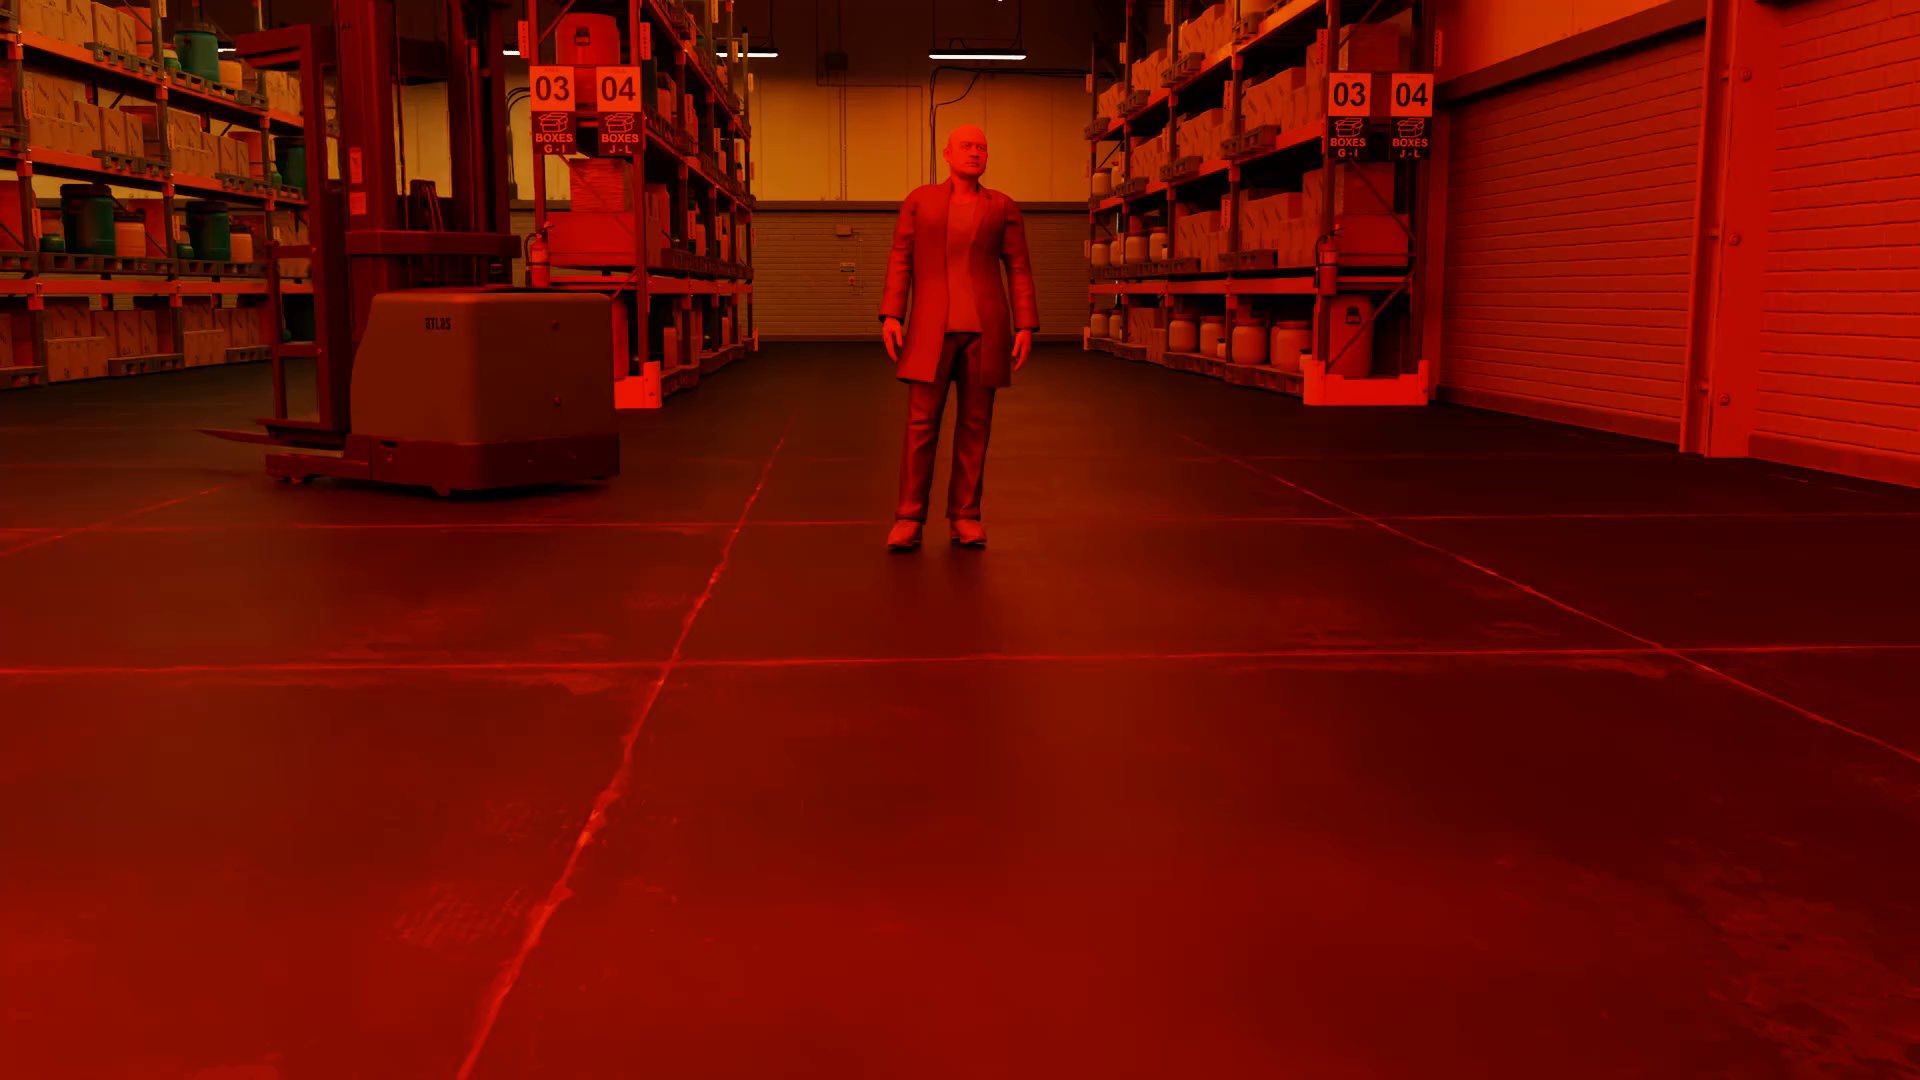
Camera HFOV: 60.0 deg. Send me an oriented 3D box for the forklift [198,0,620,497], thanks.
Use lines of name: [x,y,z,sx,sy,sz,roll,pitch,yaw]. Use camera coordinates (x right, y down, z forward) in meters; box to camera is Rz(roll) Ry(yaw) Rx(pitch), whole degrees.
forklift: [-3.379,-1.823,9.608,3.031,2.935,1.130,6,11,37]

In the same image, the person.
person: [0.002,-0.873,7.087,0.698,1.777,0.579,-1,8,-4]
